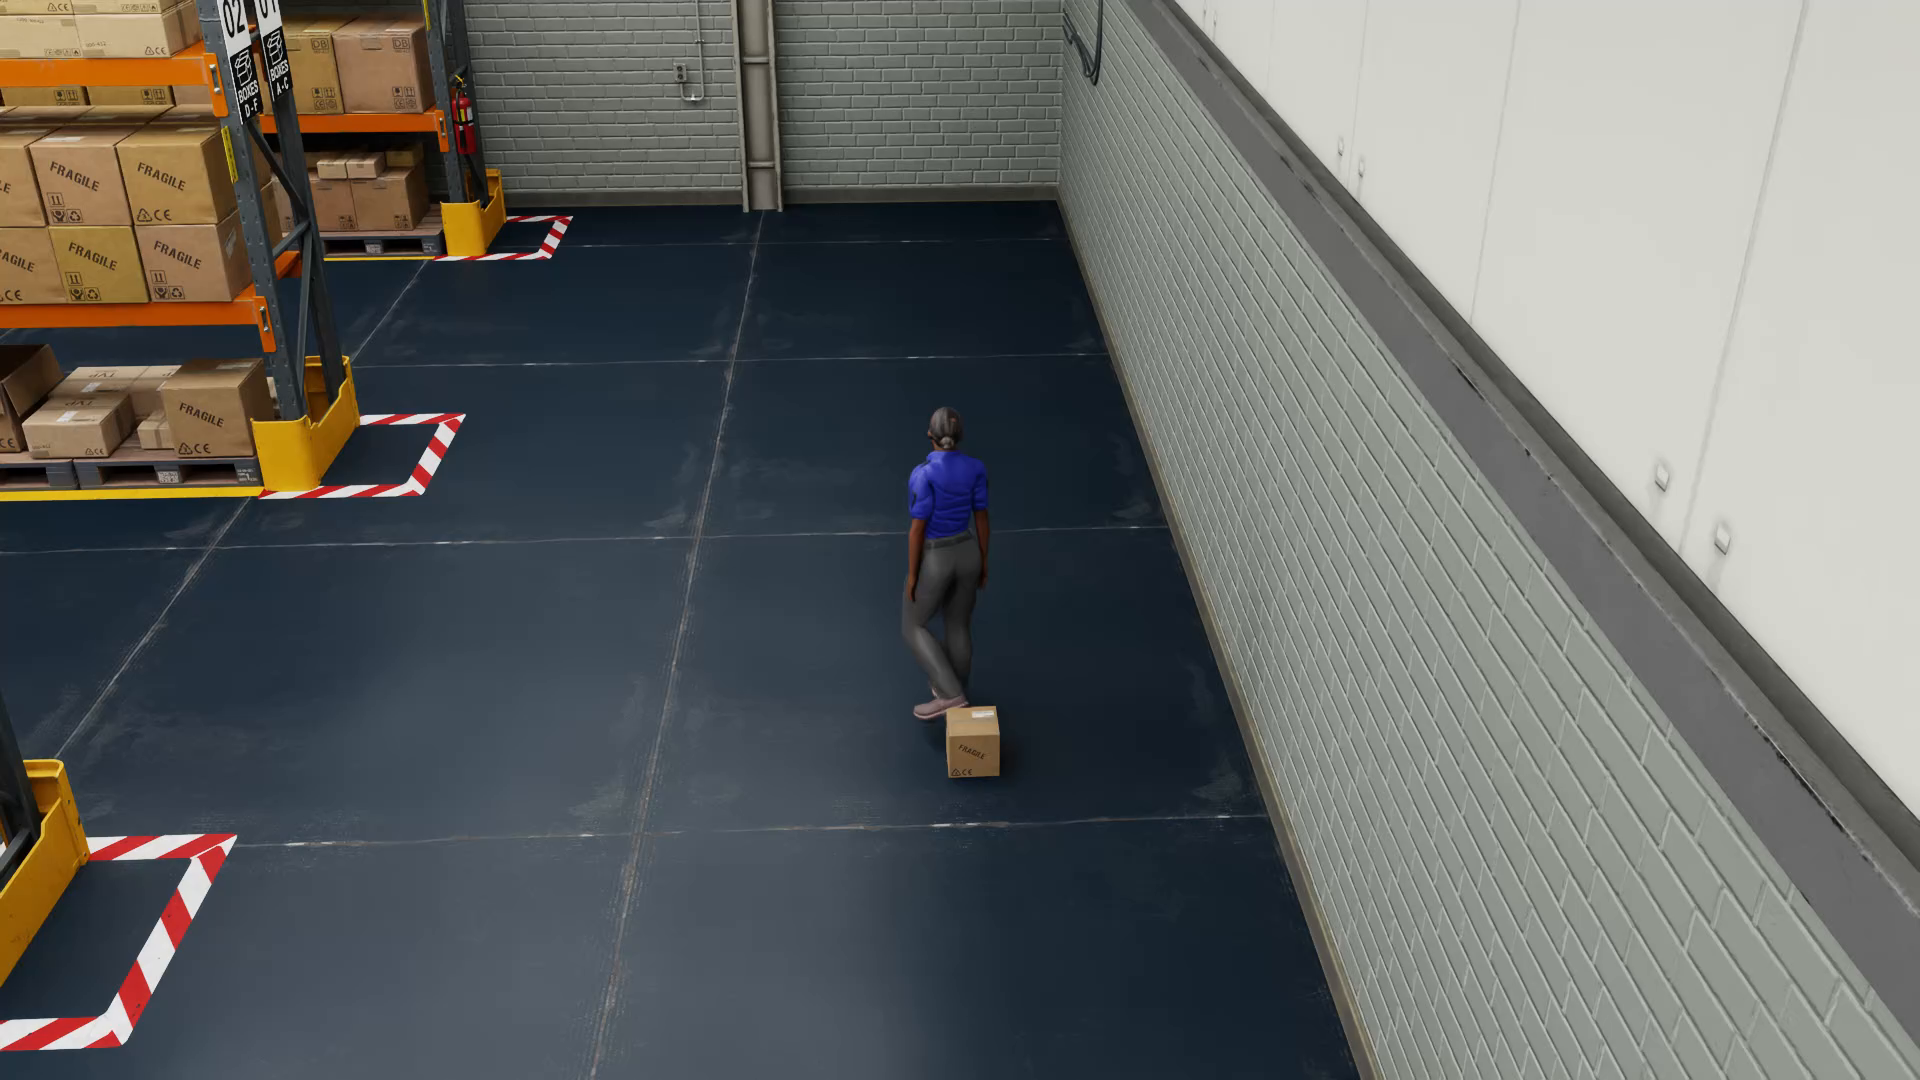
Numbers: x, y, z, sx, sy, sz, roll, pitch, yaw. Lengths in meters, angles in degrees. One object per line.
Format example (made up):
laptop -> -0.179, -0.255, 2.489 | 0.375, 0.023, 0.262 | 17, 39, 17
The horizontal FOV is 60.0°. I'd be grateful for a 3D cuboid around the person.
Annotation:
person -> -0.047, 0.161, 8.317 | 0.524, 1.651, 0.517 | -16, 32, -27
